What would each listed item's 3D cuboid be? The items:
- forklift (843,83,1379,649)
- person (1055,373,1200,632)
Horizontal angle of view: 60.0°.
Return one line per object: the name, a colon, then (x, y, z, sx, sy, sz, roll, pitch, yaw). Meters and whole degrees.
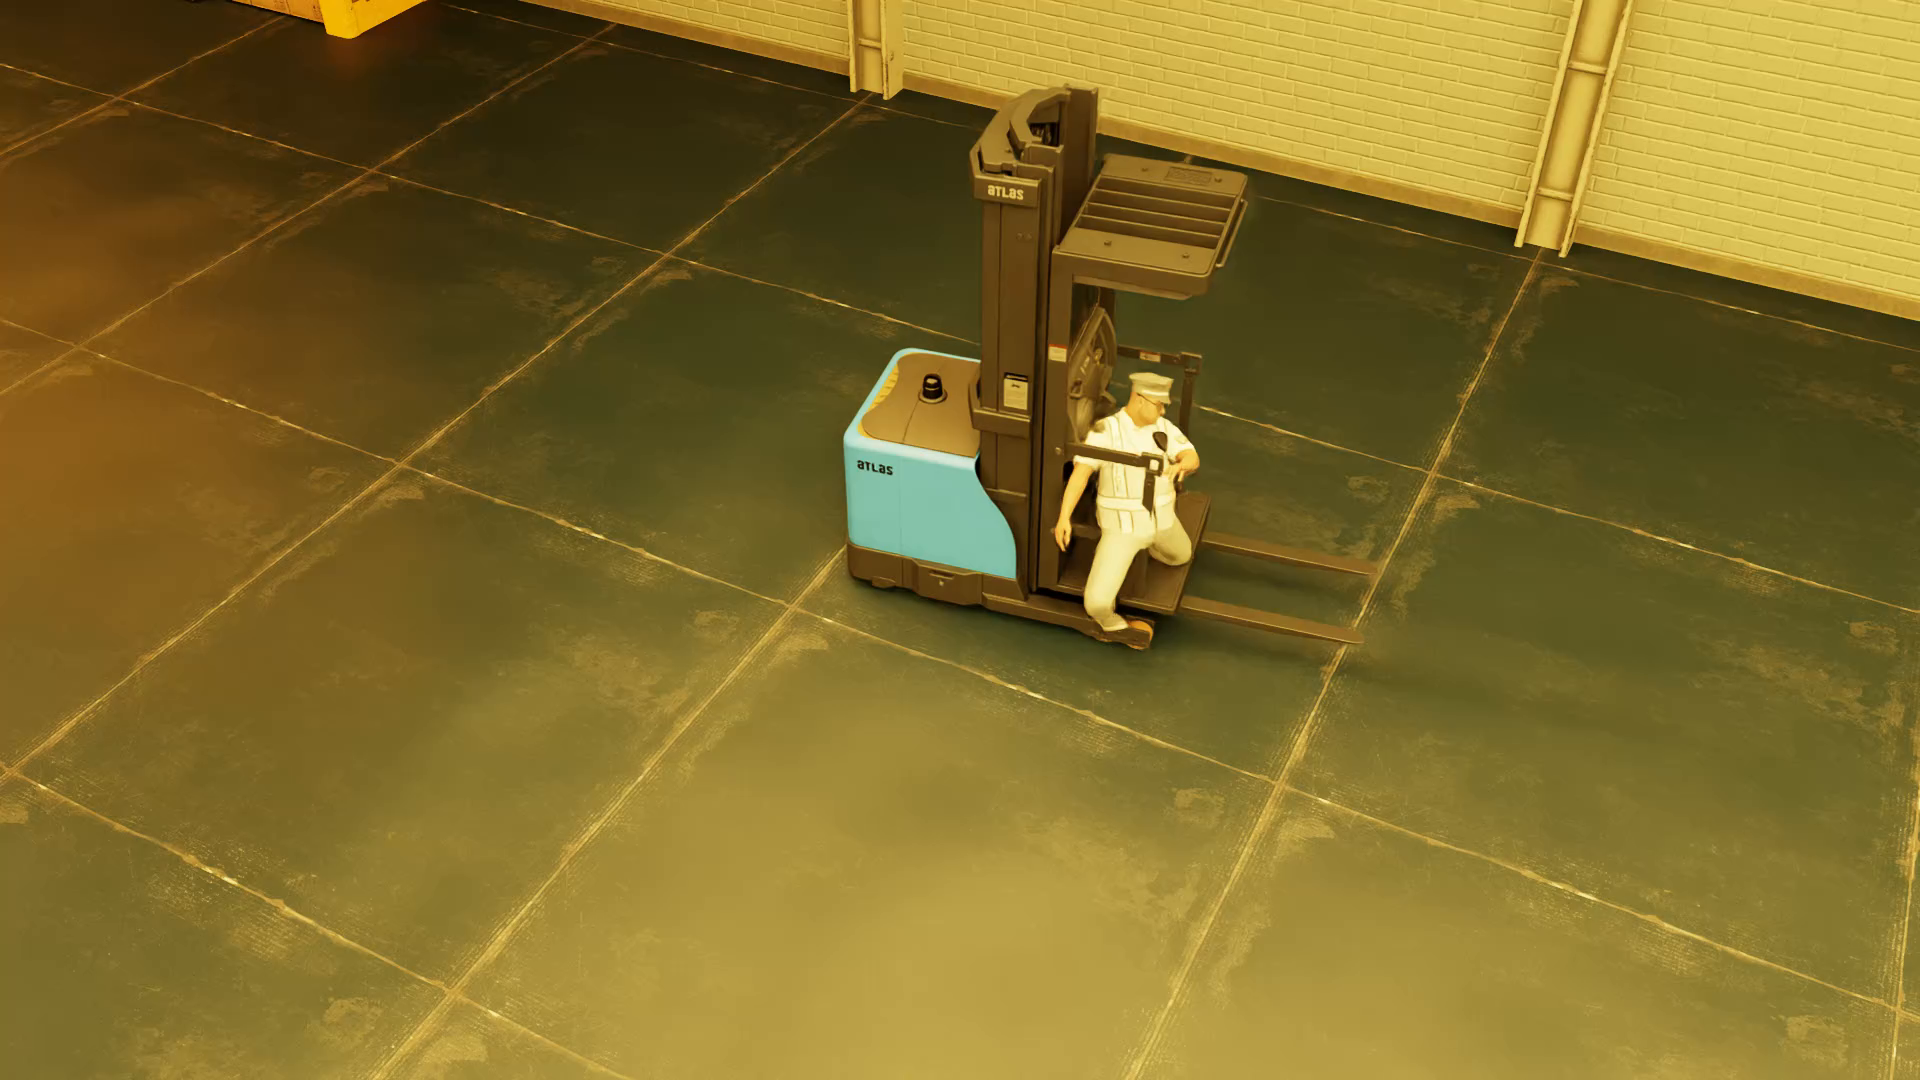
forklift: (0.904, -0.881, 9.033, 3.031, 2.935, 1.130, 12, 42, 14)
person: (0.895, -0.092, 9.109, 0.968, 1.551, 0.803, -22, 45, -24)
